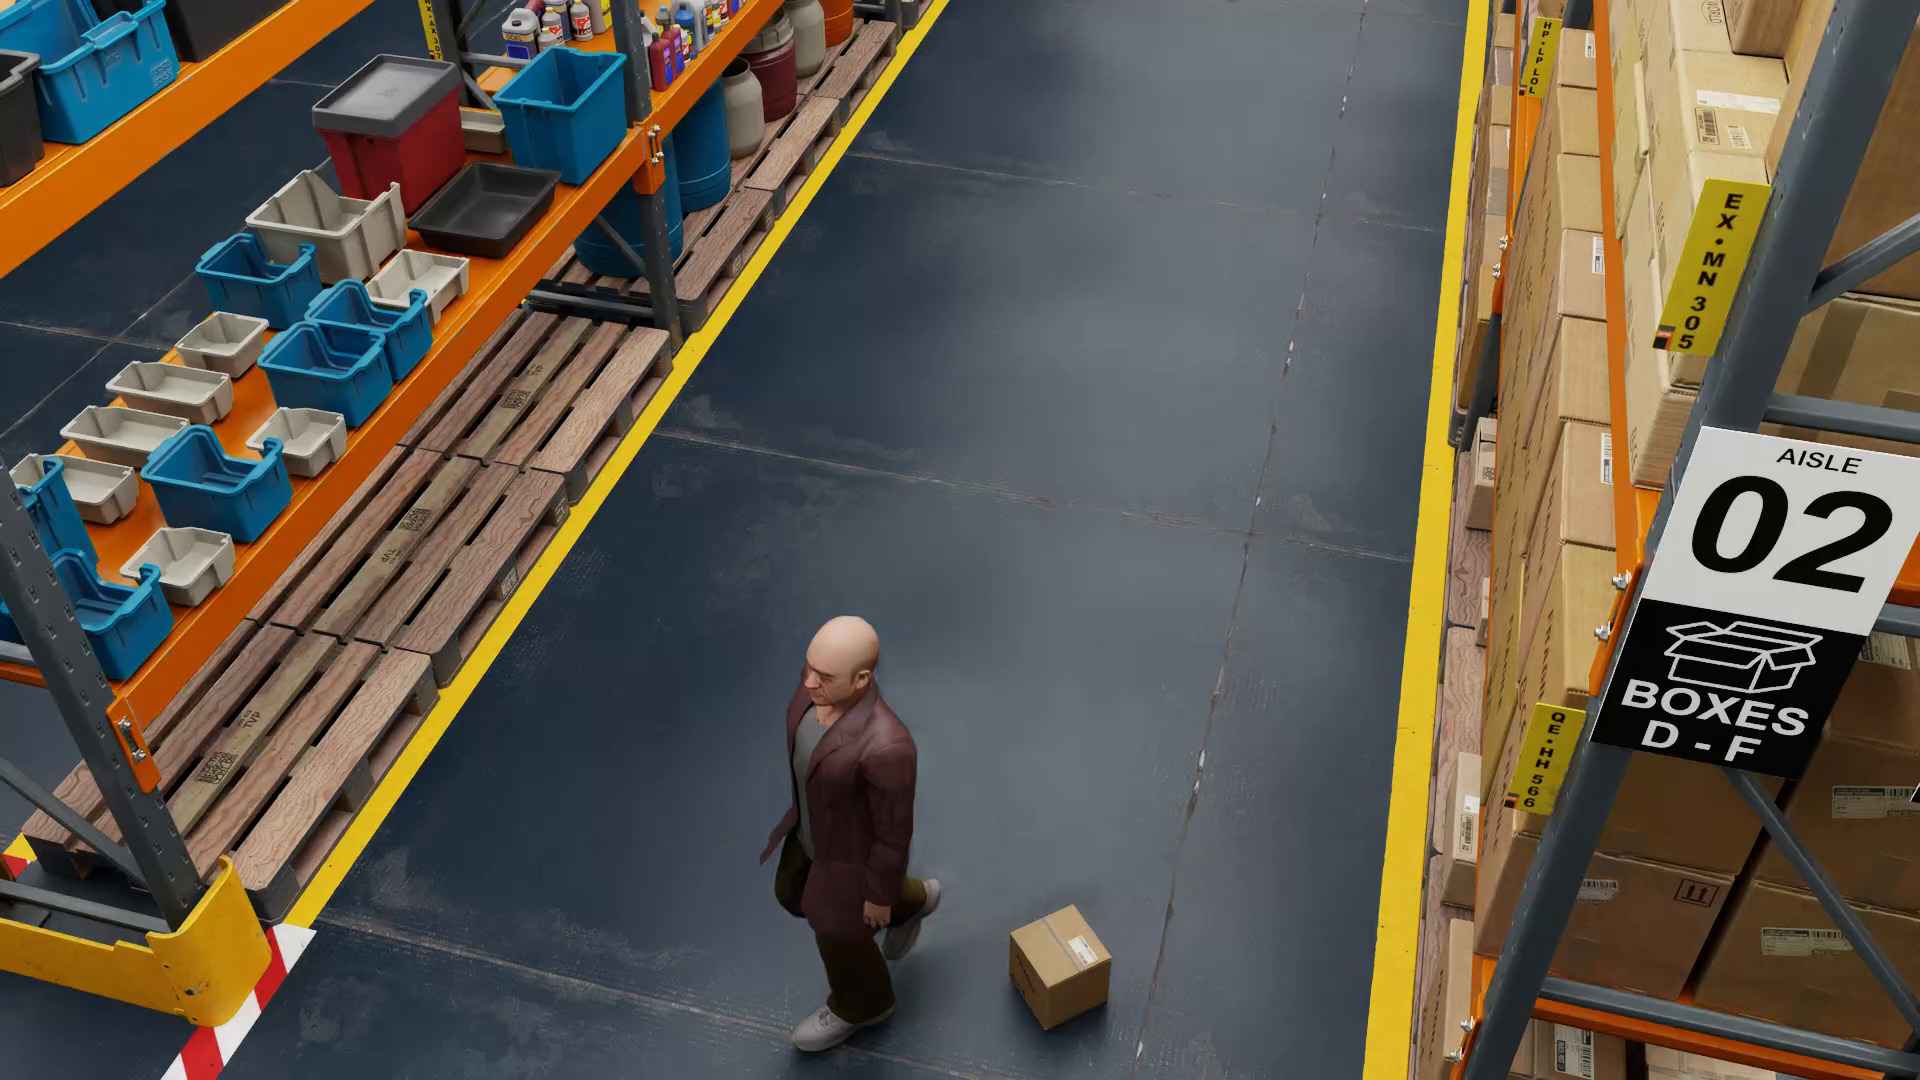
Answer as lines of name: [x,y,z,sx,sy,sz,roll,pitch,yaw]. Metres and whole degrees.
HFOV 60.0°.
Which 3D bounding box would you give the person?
person: [-0.306,0.886,5.086,0.626,1.766,0.604,-20,44,-22]
